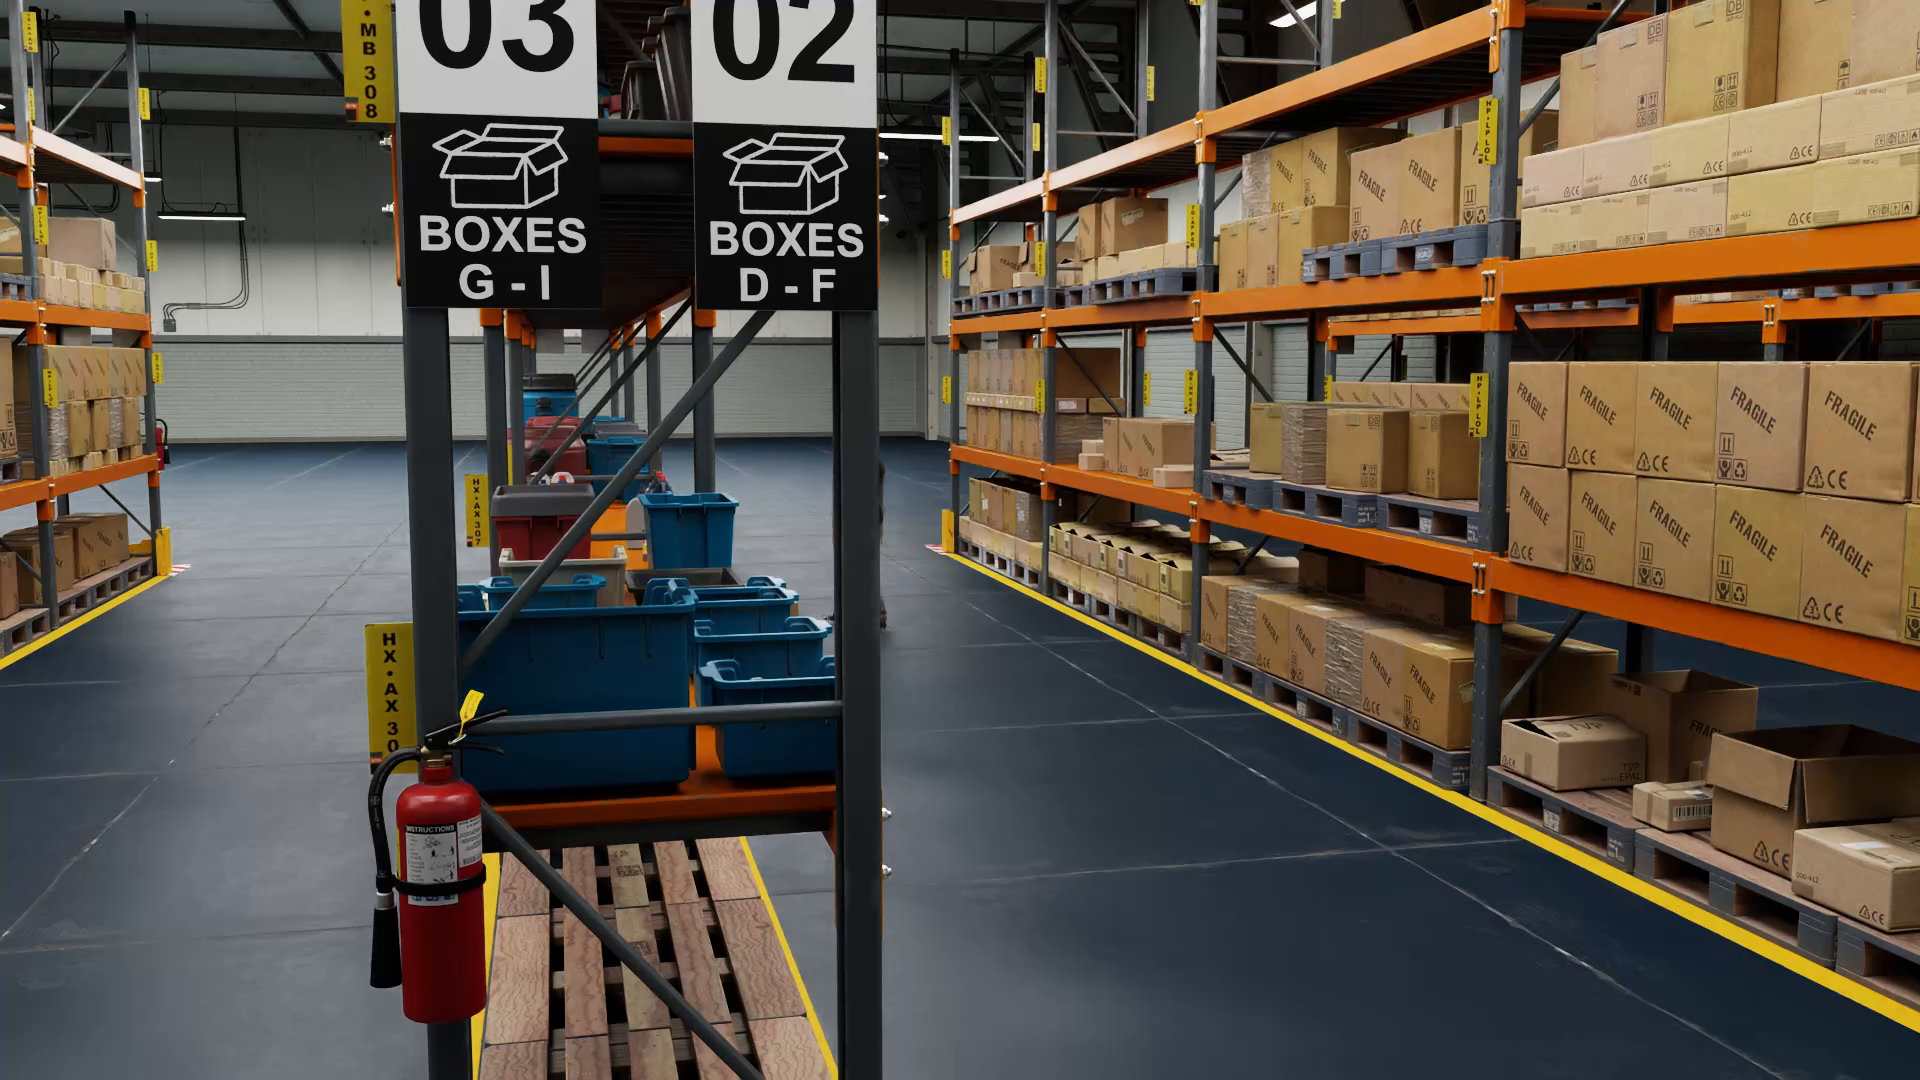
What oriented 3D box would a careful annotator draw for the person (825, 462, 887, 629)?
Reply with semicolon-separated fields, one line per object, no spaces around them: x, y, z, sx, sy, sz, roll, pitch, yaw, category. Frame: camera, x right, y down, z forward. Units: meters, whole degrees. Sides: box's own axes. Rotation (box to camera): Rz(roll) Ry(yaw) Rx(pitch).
-0.896;-0.084;14.365;0.672;1.726;0.546;3;7;25;person
